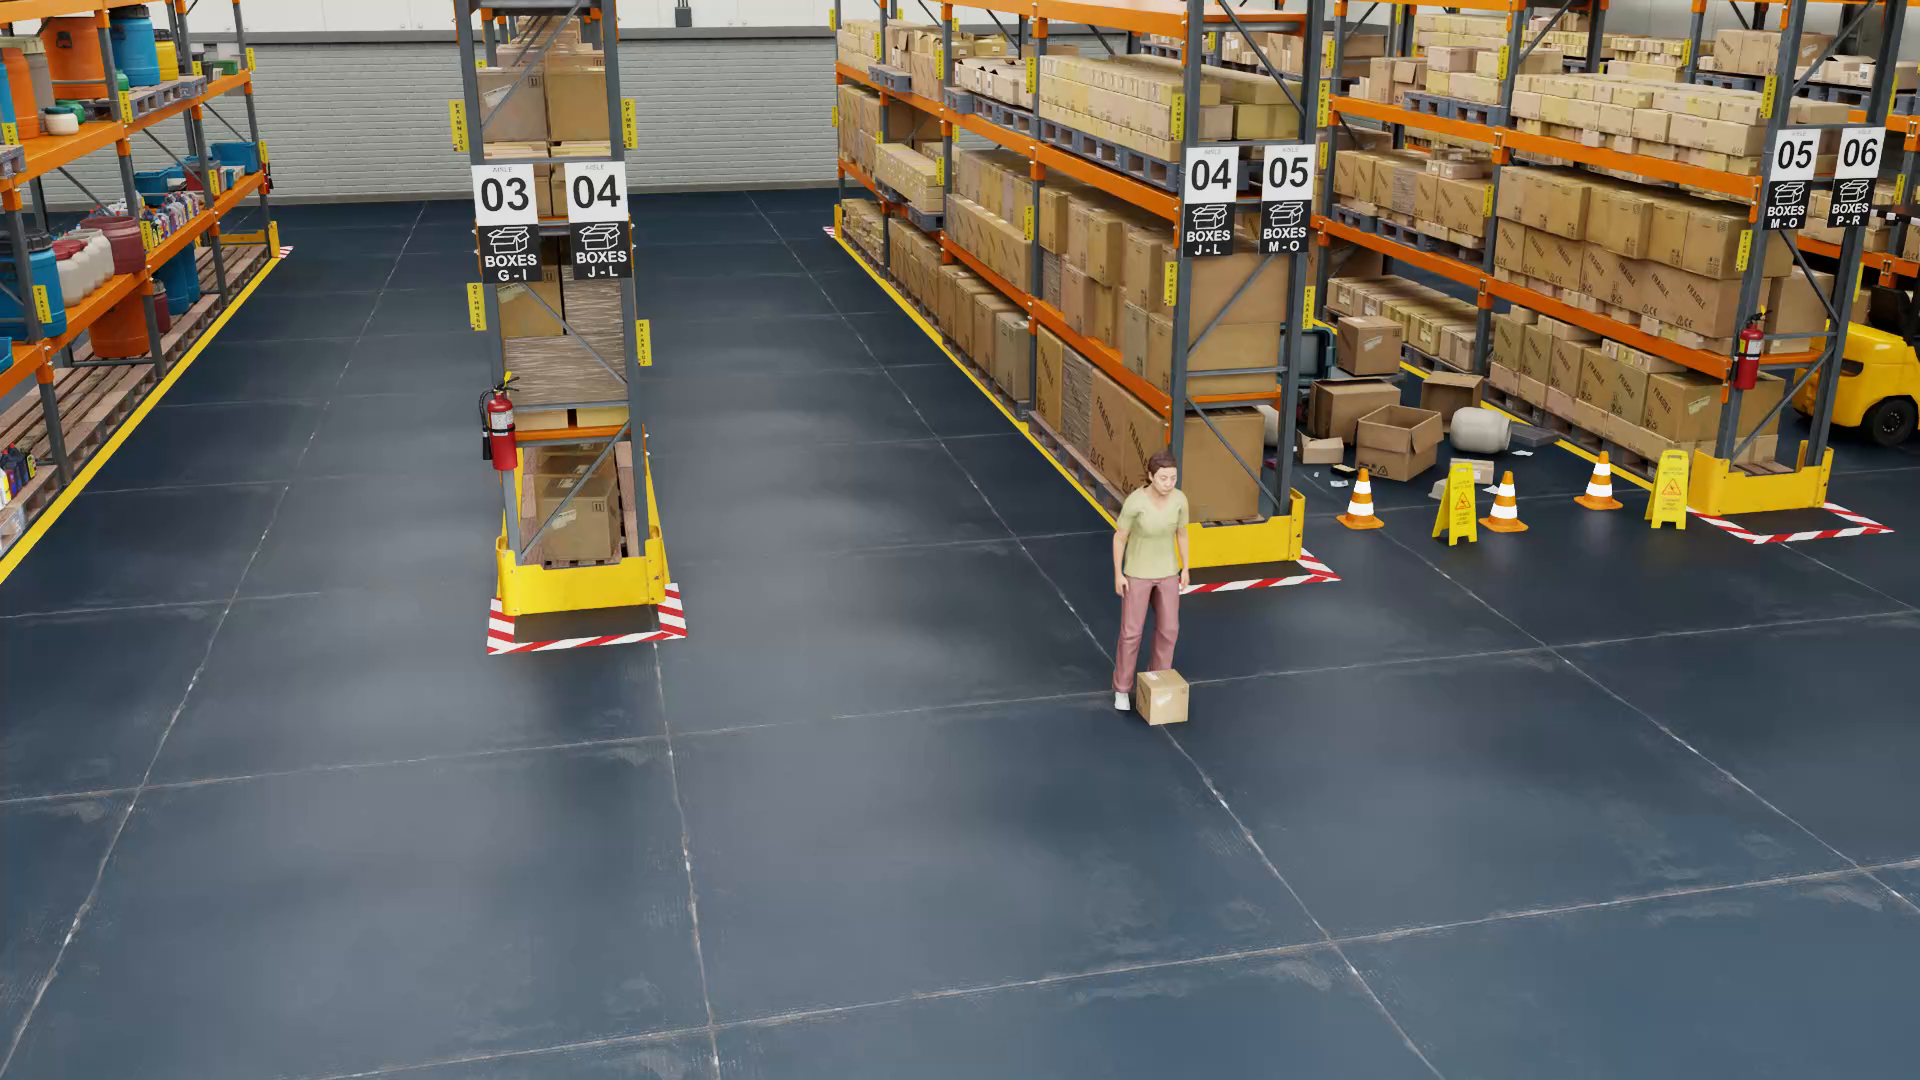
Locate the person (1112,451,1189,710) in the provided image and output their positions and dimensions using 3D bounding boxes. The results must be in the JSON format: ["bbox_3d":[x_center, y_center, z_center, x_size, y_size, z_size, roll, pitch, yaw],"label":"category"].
[{"bbox_3d":[1.207,0.234,10.420,0.505,1.672,0.351,-5,20,-13],"label":"person"}]
